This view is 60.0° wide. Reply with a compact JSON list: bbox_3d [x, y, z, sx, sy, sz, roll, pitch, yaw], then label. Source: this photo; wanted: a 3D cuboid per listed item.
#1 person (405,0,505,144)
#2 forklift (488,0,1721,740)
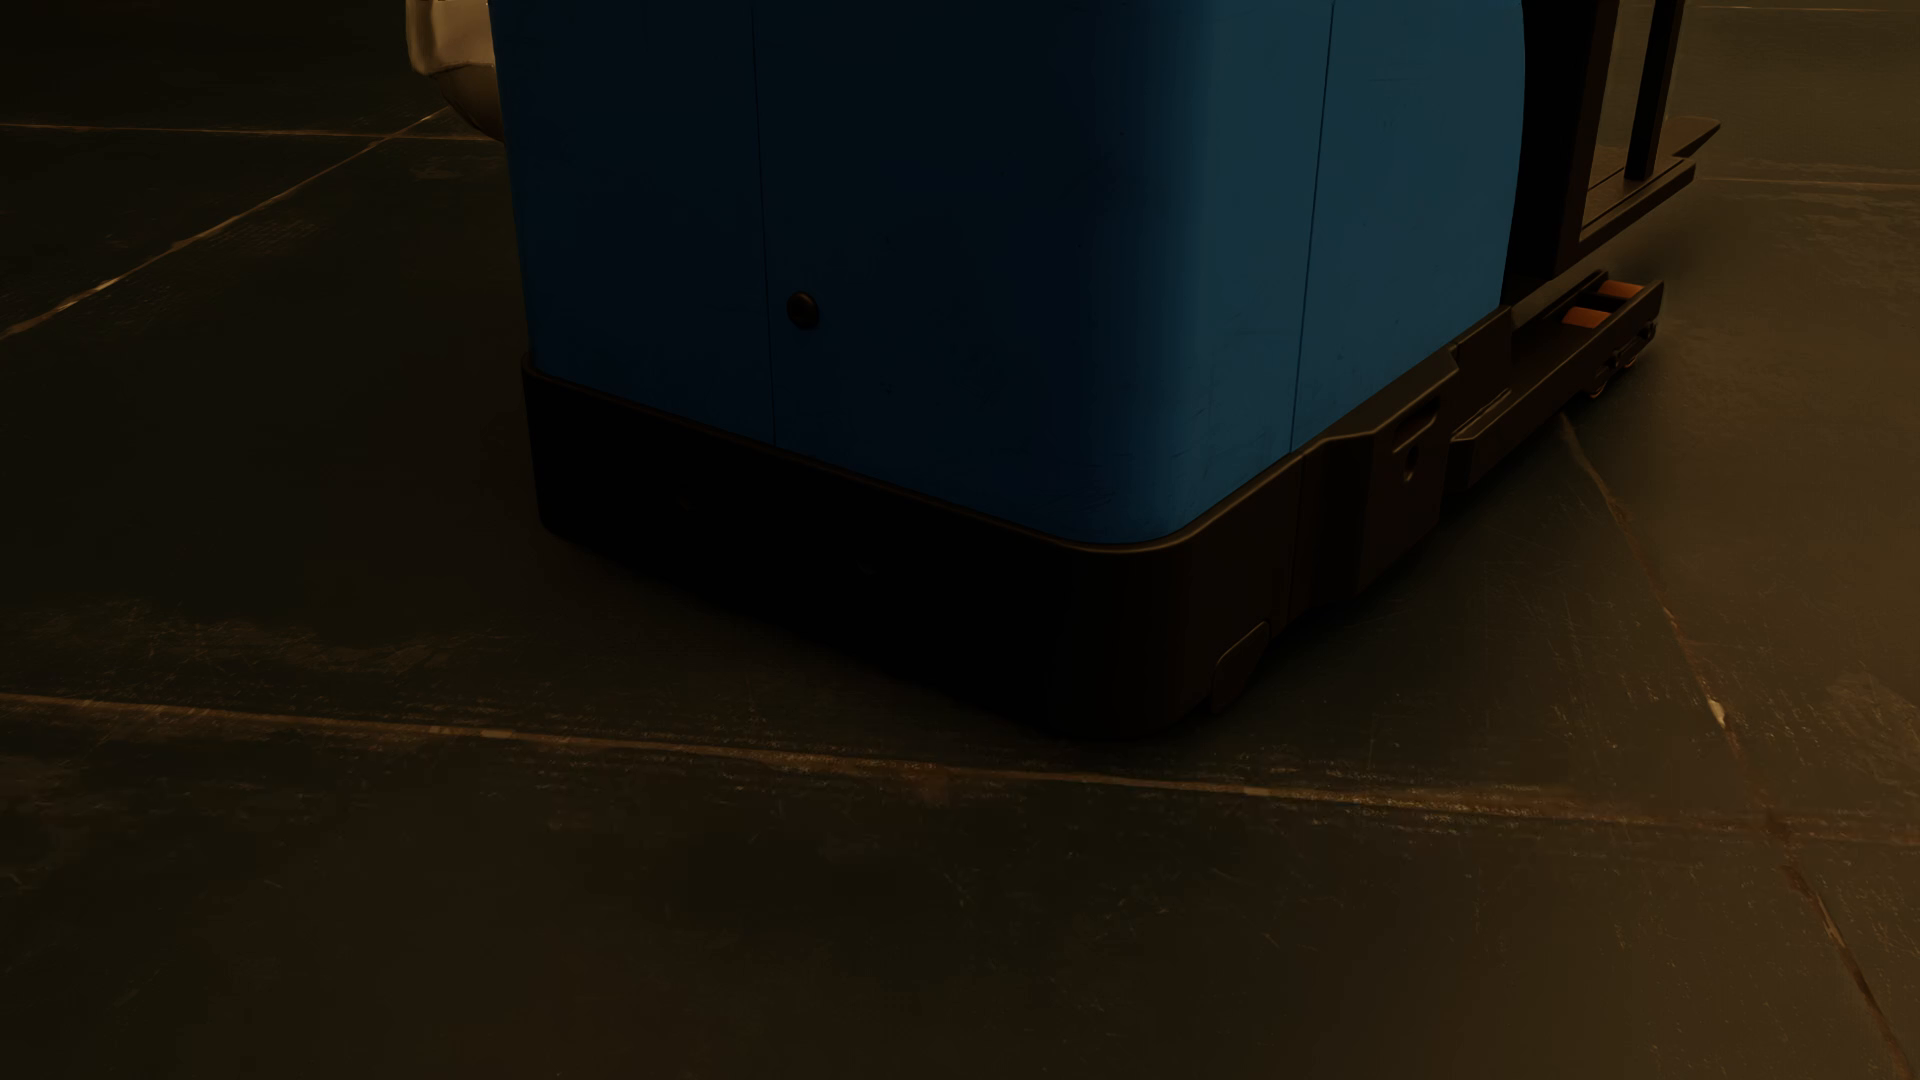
[{"bbox_3d":[-0.609,-0.930,2.914,0.717,1.352,1.330,-13,29,-24],"label":"person"},{"bbox_3d":[0.673,-1.682,2.589,1.130,2.935,3.031,18,32,32],"label":"forklift"}]
